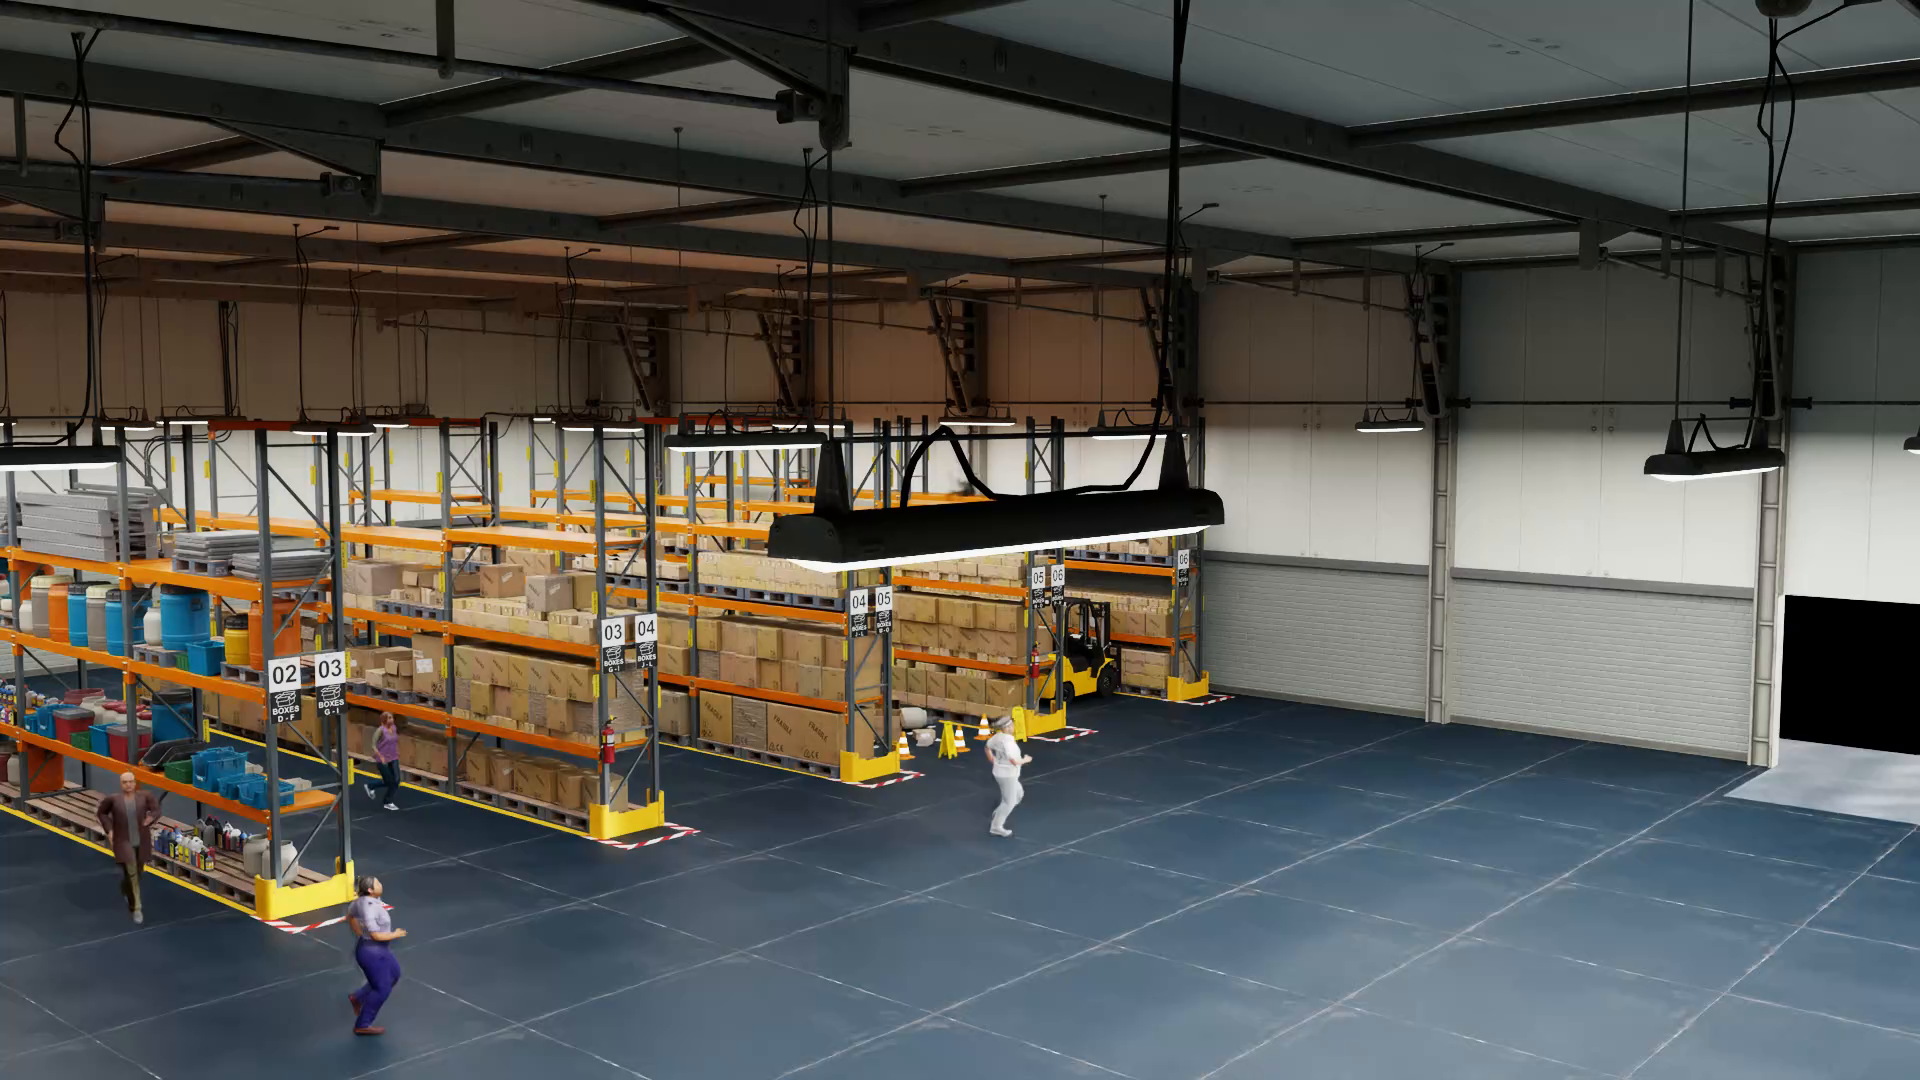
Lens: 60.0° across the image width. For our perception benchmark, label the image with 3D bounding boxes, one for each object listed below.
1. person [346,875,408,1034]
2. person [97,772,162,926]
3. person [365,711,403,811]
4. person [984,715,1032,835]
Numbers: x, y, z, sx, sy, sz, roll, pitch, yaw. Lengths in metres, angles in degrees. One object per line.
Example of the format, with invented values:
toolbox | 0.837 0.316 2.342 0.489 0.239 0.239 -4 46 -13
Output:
person | -5.858 4.159 16.746 0.560 1.593 0.613 -2 5 -27
person | -10.184 3.738 20.470 0.686 1.803 0.988 -4 6 -39
person | -8.968 3.416 25.865 0.598 1.554 0.522 3 5 29
person | 0.740 3.428 24.345 0.635 1.770 0.668 -1 5 -15
